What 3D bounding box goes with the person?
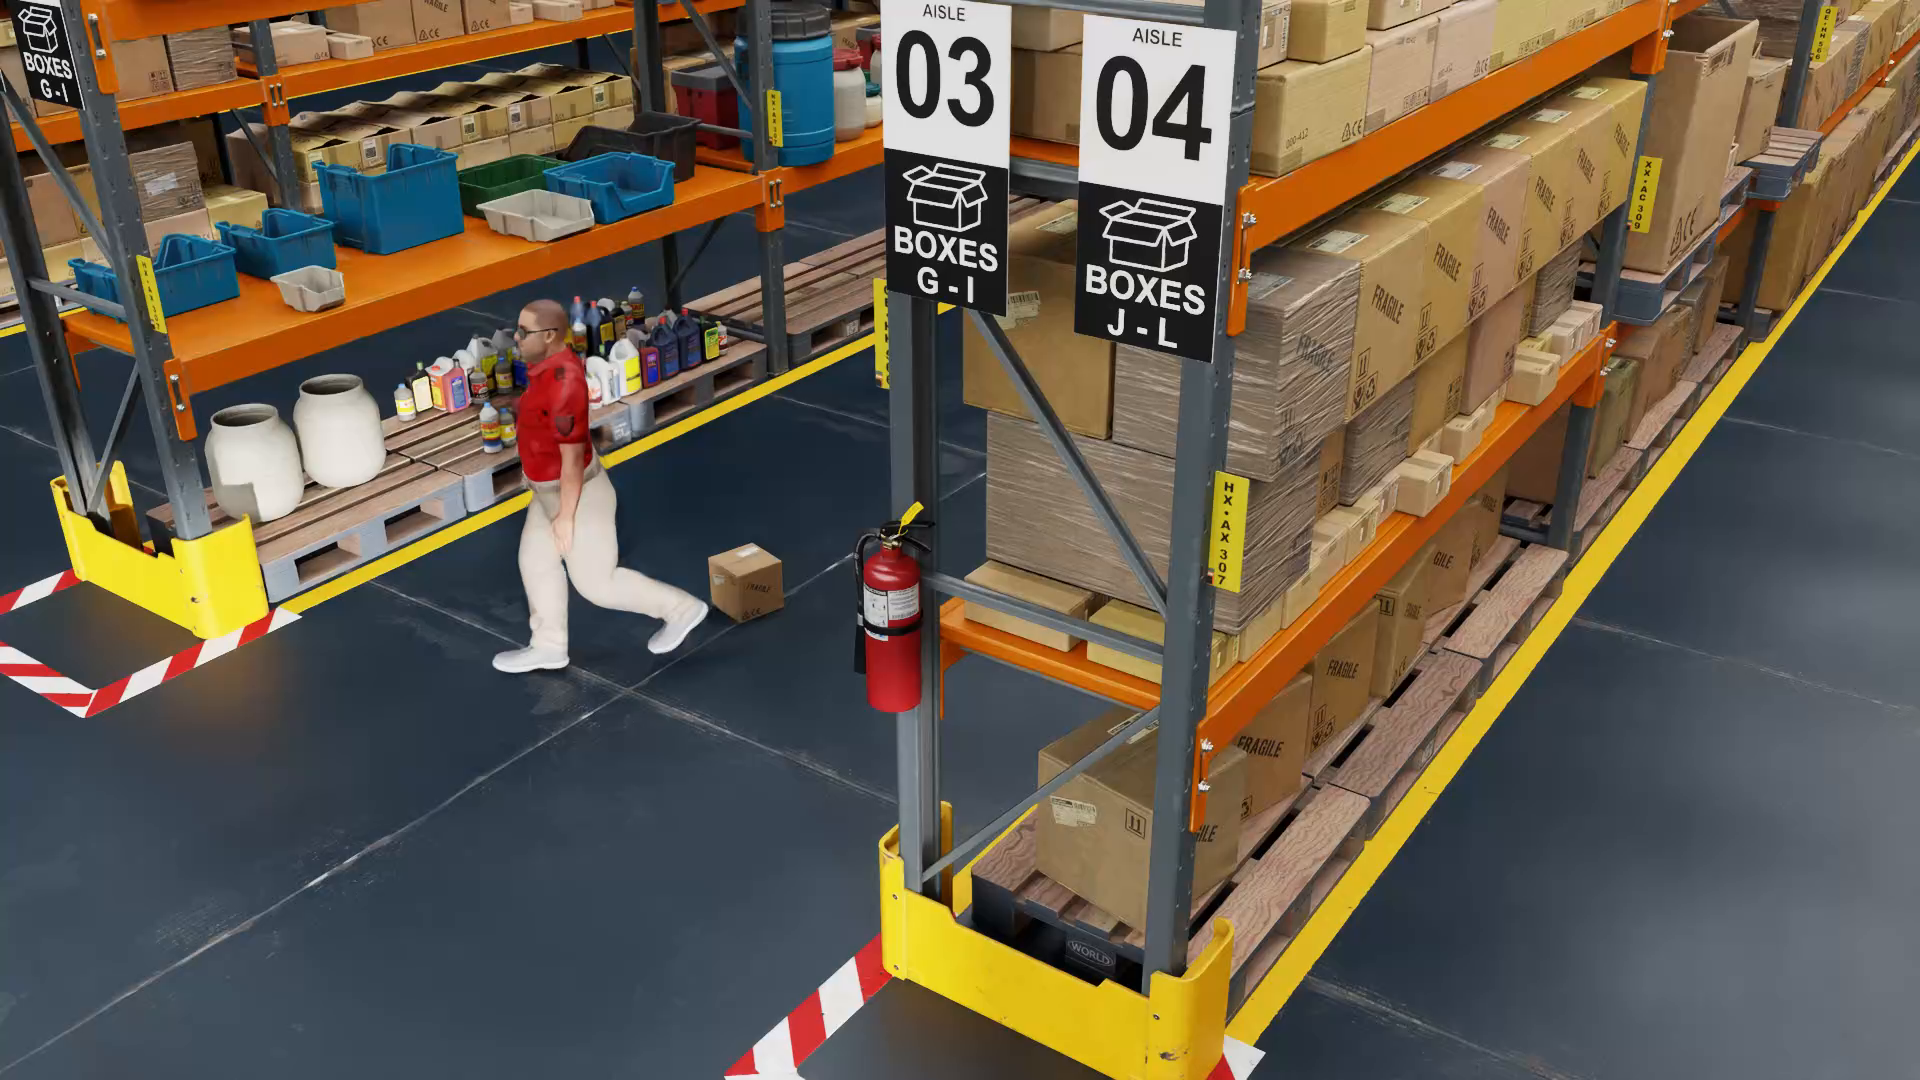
[{"bbox_3d":[-1.603,-0.201,7.022,0.904,1.686,0.550,-9,28,-18],"label":"person"}]
